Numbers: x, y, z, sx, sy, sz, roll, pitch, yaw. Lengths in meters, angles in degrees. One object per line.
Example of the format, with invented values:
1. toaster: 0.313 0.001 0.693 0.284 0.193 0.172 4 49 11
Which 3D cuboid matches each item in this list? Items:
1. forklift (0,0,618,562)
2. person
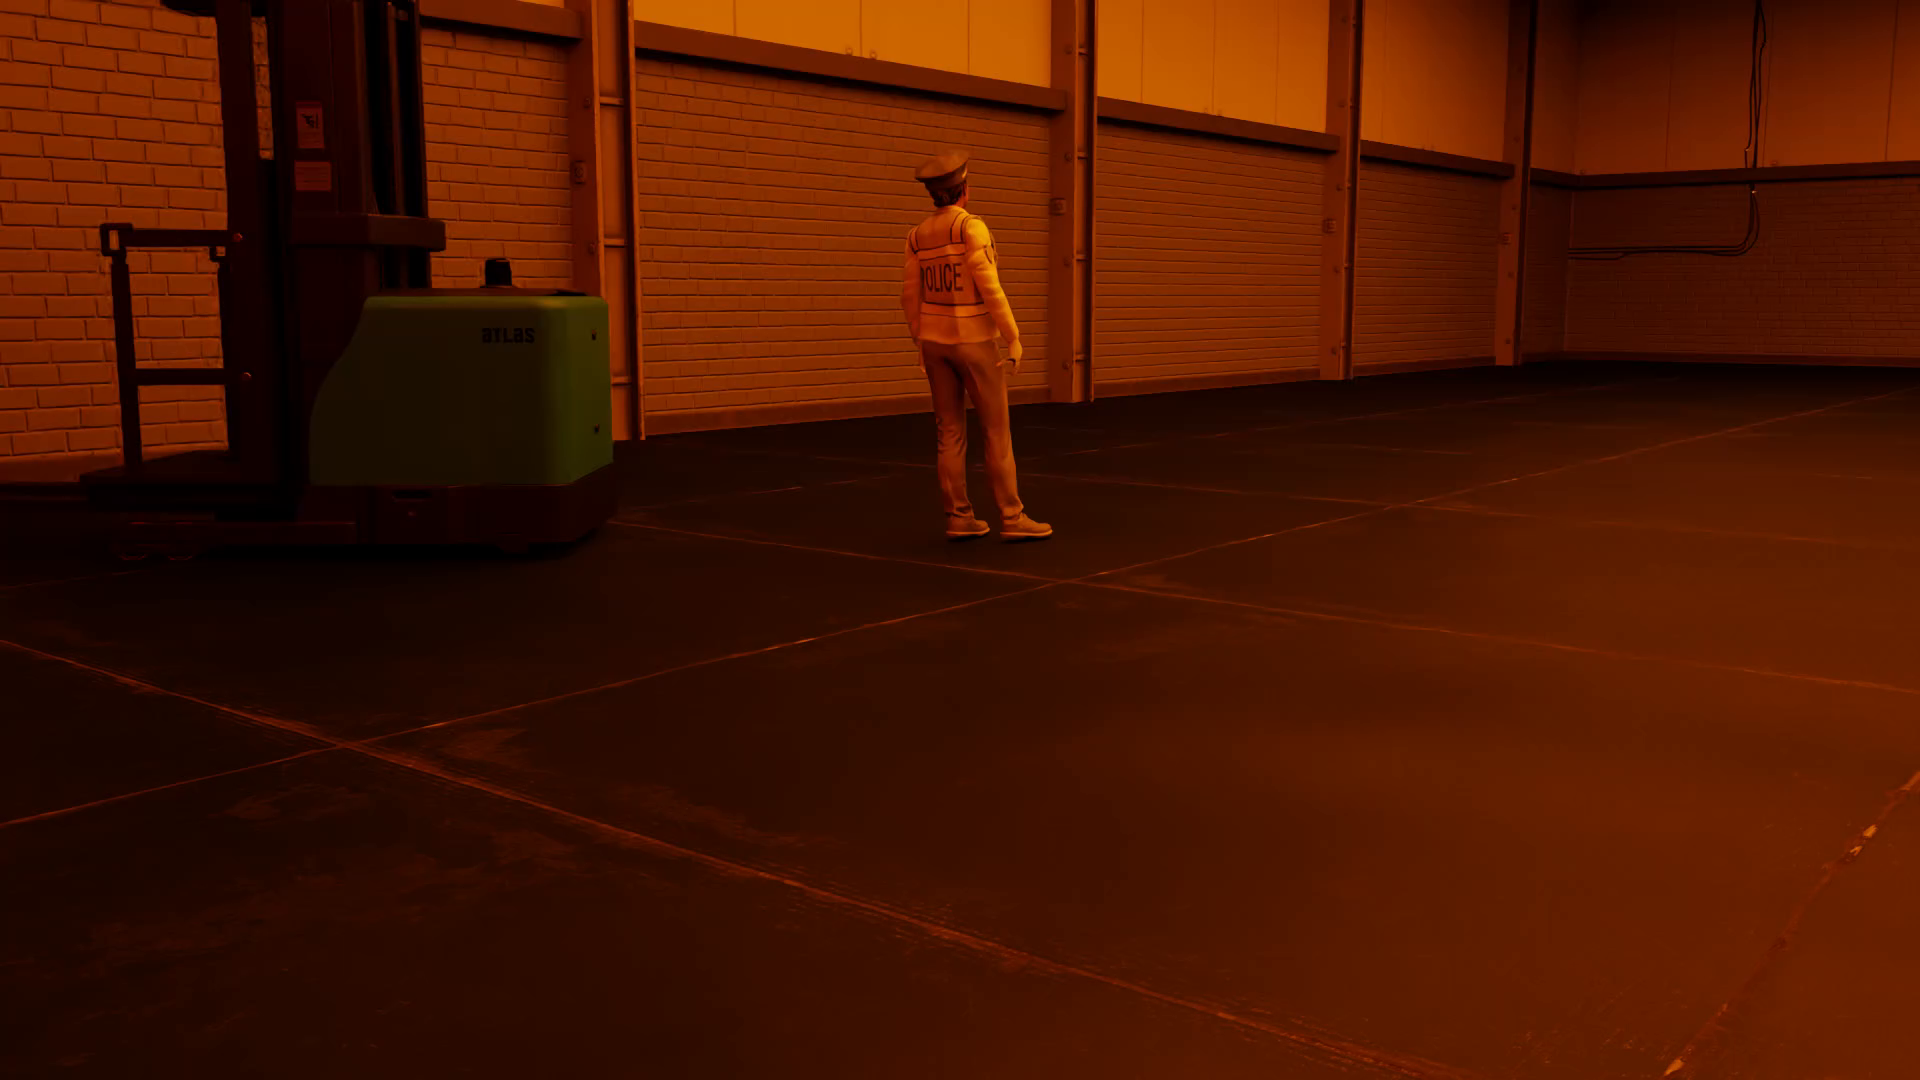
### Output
1. forklift: -3.107 -1.439 7.115 3.031 2.935 1.130 0 8 -1
2. person: 0.048 -0.853 7.330 0.586 1.694 0.532 7 11 38
